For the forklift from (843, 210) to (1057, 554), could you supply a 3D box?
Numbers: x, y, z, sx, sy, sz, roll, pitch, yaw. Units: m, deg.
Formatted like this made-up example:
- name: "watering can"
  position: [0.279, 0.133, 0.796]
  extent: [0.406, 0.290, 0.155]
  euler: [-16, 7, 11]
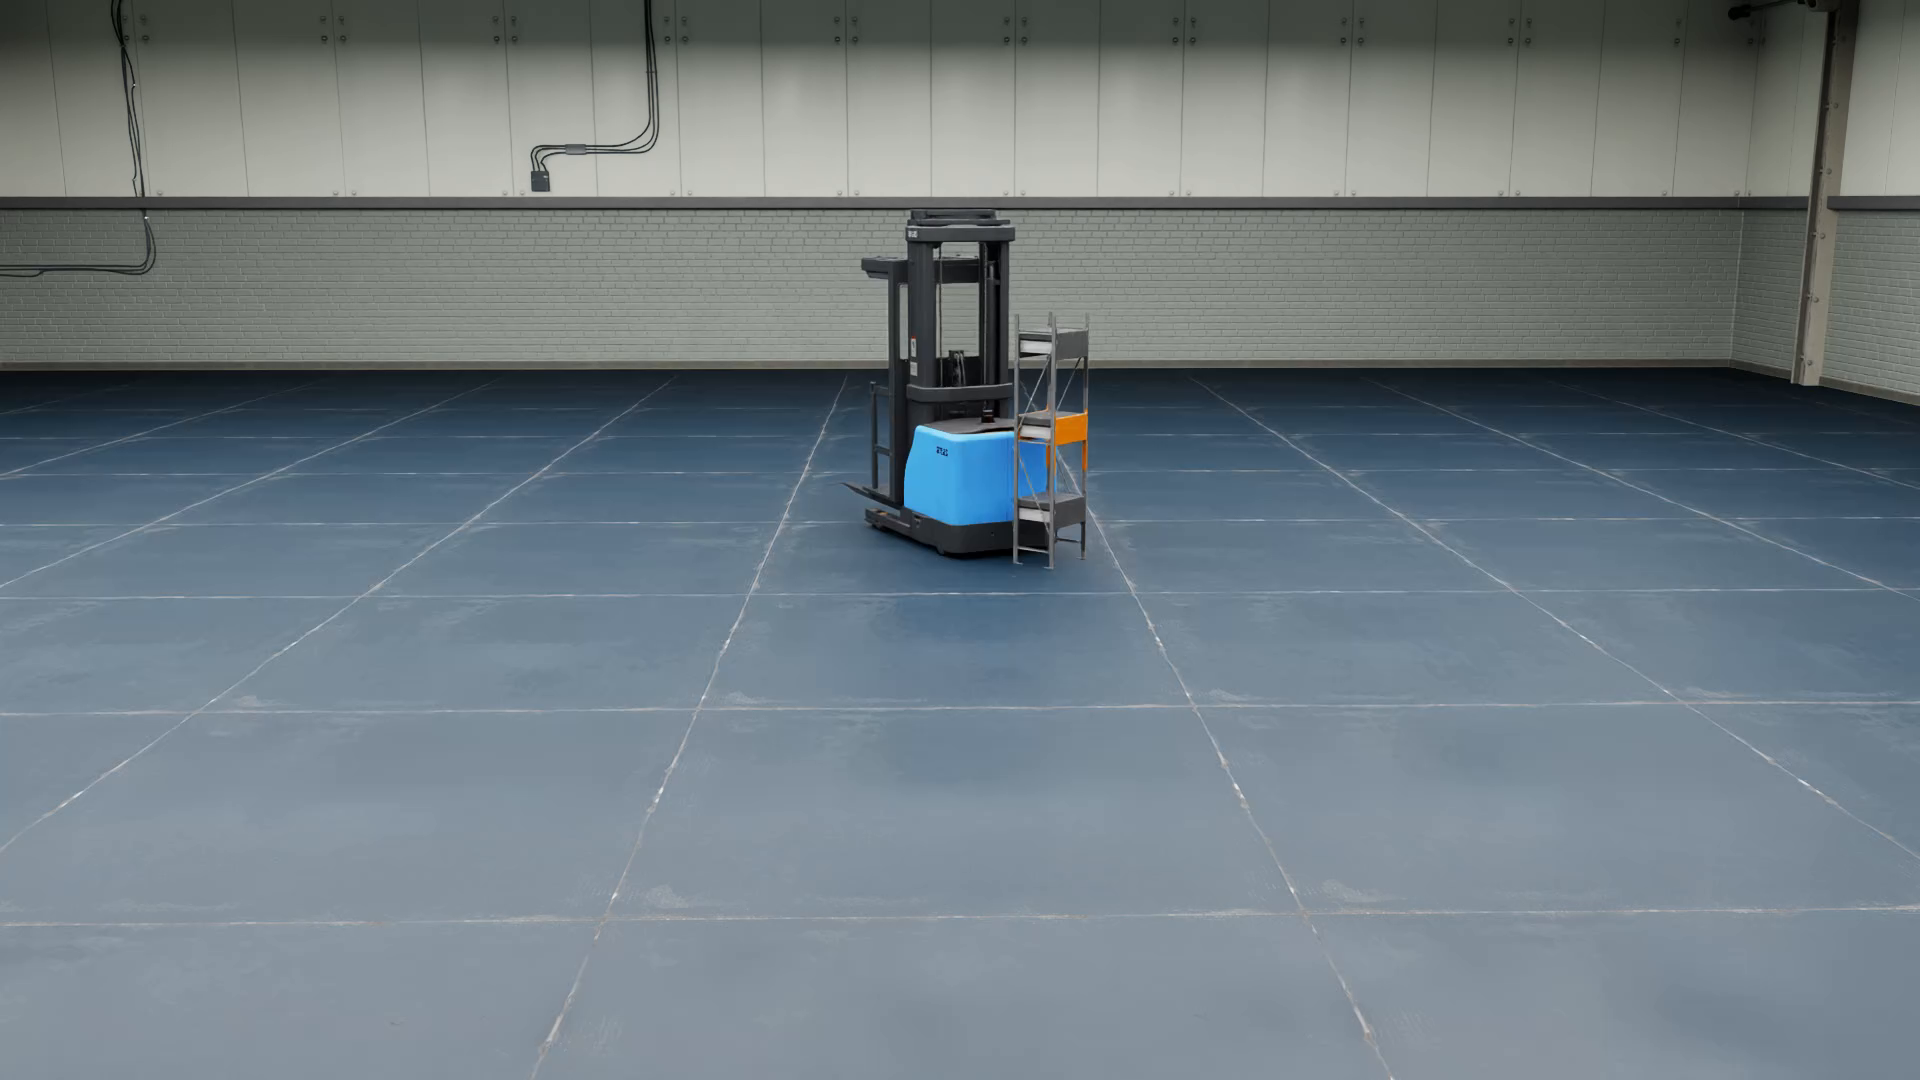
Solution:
- name: "forklift"
  position: [-0.238, -1.563, 15.393]
  extent: [1.130, 2.935, 3.031]
  euler: [-5, 13, -25]

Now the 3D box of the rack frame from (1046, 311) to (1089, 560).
- name: "rack frame"
  position: [0.909, -0.882, 14.127]
  extent: [0.400, 2.100, 0.015]
  euler: [9, 14, 36]

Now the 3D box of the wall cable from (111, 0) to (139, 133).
- name: "wall cable"
  position: [-13.298, -8.459, 29.229]
  extent: [3.097, 2.526, 0.112]
  euler: [0, 11, -1]

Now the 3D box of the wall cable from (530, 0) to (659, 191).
- name: "wall cable"
  position: [-6.511, -9.197, 29.206]
  extent: [2.305, 6.003, 0.169]
  euler: [0, 11, -1]

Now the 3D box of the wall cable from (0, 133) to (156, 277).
- name: "wall cable"
  position: [-16.003, -5.973, 29.676]
  extent: [3.097, 2.526, 0.112]
  euler: [0, 11, -1]

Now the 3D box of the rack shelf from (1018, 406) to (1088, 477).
- name: "rack shelf"
  position: [0.762, -0.830, 13.940]
  extent: [0.431, 0.518, 0.480]
  euler: [9, 14, 36]

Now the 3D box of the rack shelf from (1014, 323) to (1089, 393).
- name: "rack shelf"
  position: [0.762, -1.516, 13.800]
  extent: [0.431, 0.518, 0.480]
  euler: [9, 14, 36]

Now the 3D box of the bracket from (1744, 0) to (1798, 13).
- name: "bracket"
  position: [13.829, -9.232, 28.877]
  extent: [0.076, 0.066, 3.189]
  euler: [0, 11, -1]

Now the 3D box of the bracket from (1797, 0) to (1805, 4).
- name: "bracket"
  position: [13.866, -8.878, 27.133]
  extent: [0.235, 0.232, 0.430]
  euler: [0, 11, -1]

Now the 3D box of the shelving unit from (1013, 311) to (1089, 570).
- name: "shelving unit"
  position: [0.762, -0.844, 13.937]
  extent: [0.431, 2.100, 0.503]
  euler: [9, 14, 36]

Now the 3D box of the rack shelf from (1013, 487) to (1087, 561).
- name: "rack shelf"
  position: [0.762, -0.144, 14.079]
  extent: [0.431, 0.518, 0.480]
  euler: [9, 14, 36]

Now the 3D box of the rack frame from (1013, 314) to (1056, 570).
- name: "rack frame"
  position: [0.615, -0.805, 13.746]
  extent: [0.400, 2.100, 0.015]
  euler: [9, 14, 36]

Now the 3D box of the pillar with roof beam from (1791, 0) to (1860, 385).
- name: "pillar with roof beam"
  position: [9.925, -7.015, 27.005]
  extent: [9.100, 9.000, 0.548]
  euler: [0, 11, -1]

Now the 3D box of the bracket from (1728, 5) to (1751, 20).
- name: "bracket"
  position: [13.817, -9.349, 29.456]
  extent: [0.235, 0.232, 0.430]
  euler: [0, 11, -1]
